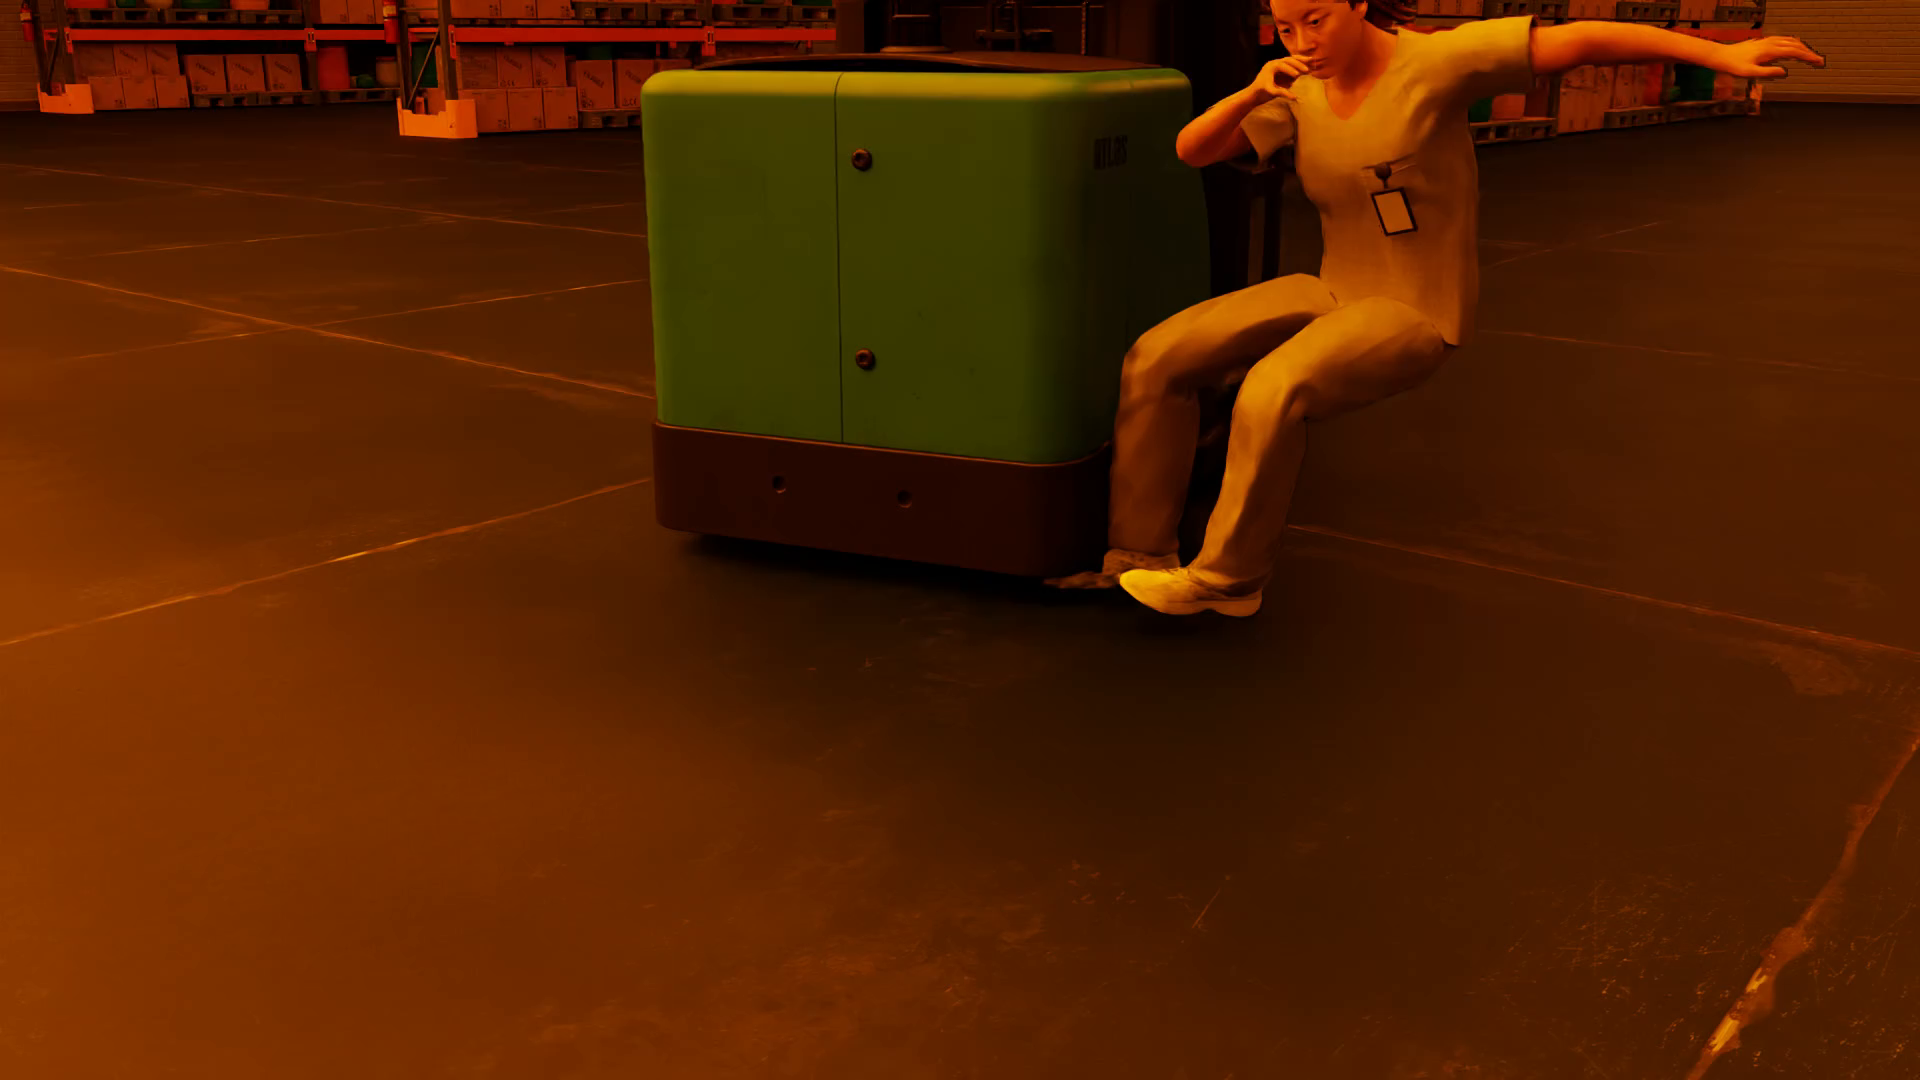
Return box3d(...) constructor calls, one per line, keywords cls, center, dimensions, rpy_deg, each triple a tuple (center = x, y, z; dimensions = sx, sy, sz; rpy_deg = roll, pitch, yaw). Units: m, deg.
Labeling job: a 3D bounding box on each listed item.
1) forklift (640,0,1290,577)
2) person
box3d(cls="forklift", center=(0.348, -1.710, 4.528), dimensions=(1.130, 2.935, 3.031), rpy_deg=(7, 18, 22))
box3d(cls="person", center=(0.772, -0.437, 3.122), dimensions=(0.675, 1.360, 1.288), rpy_deg=(-14, 22, -38))
